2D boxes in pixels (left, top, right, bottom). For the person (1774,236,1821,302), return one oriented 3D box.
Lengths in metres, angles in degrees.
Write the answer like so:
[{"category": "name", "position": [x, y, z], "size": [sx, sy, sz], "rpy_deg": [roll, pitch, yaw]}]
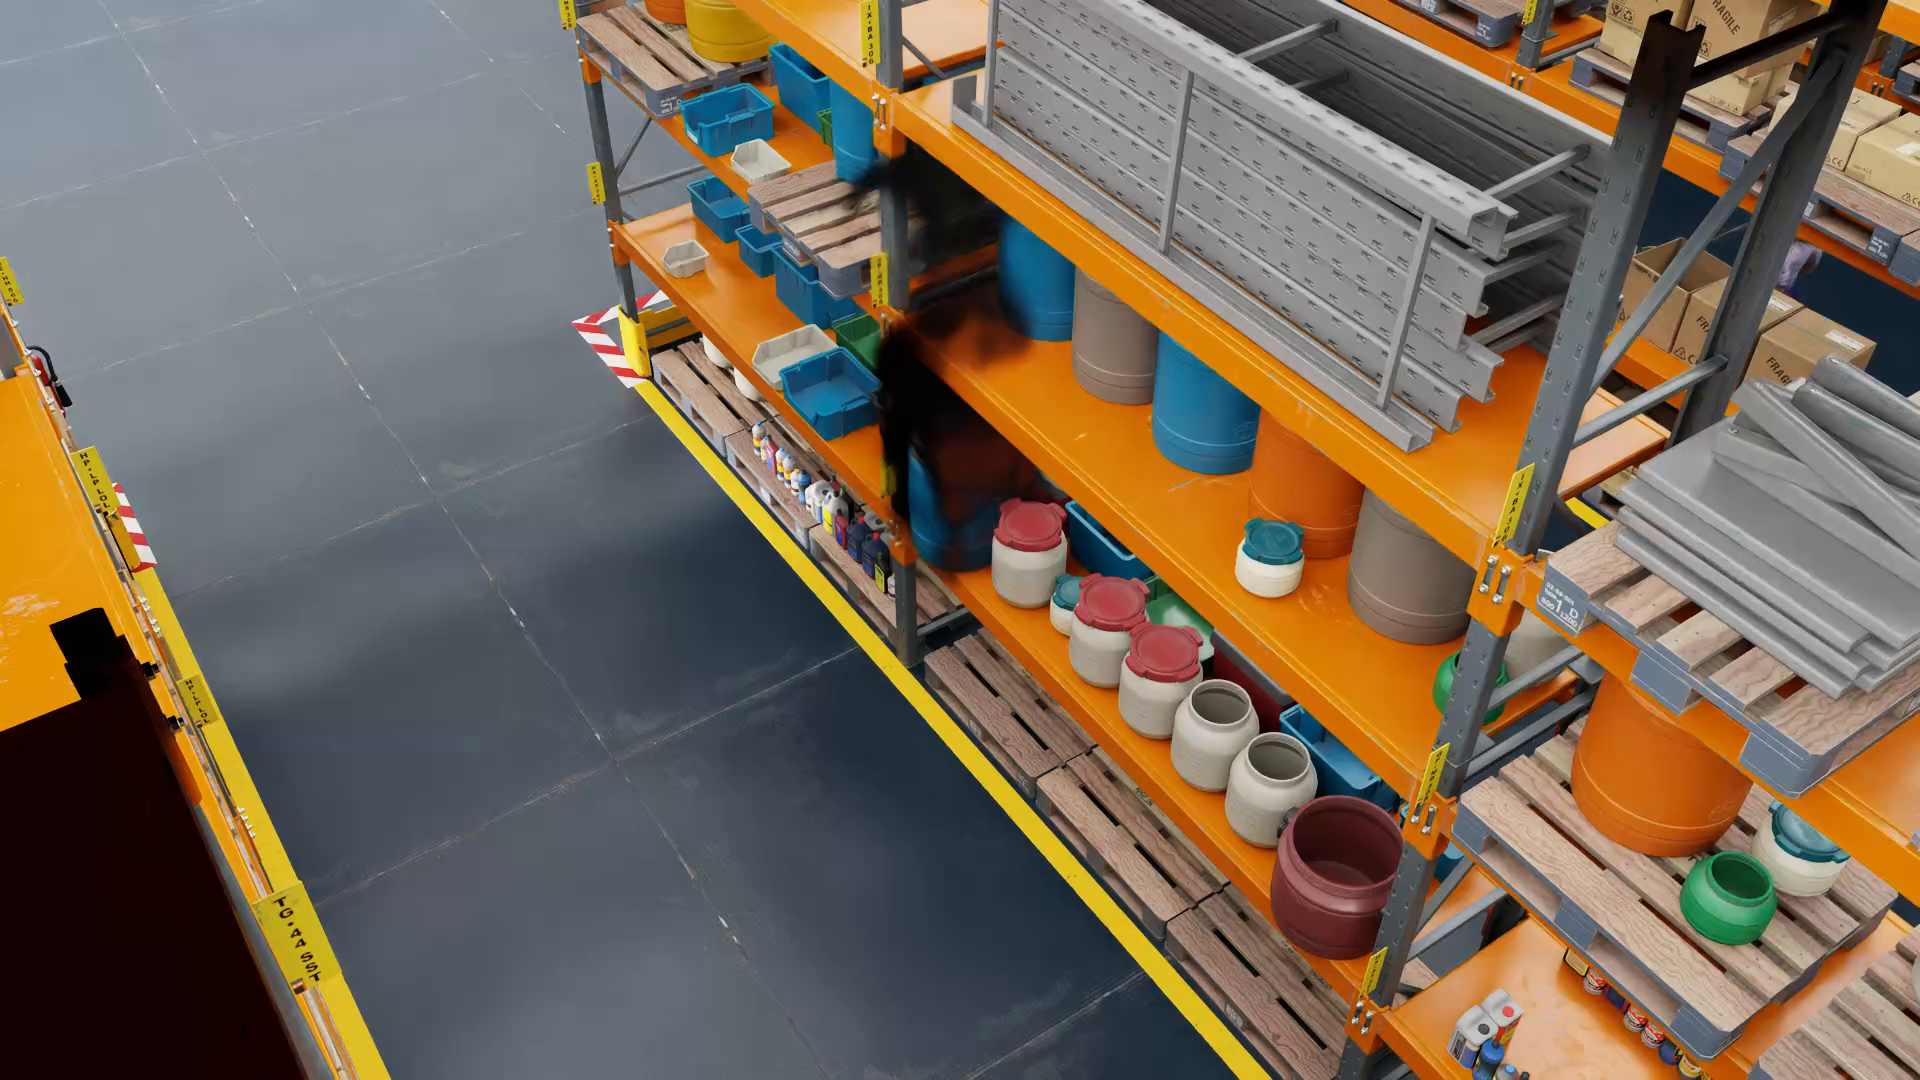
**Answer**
[{"category": "person", "position": [6.117, -1.725, 12.517], "size": [0.581, 1.518, 0.561], "rpy_deg": [-28, 49, -27]}]
